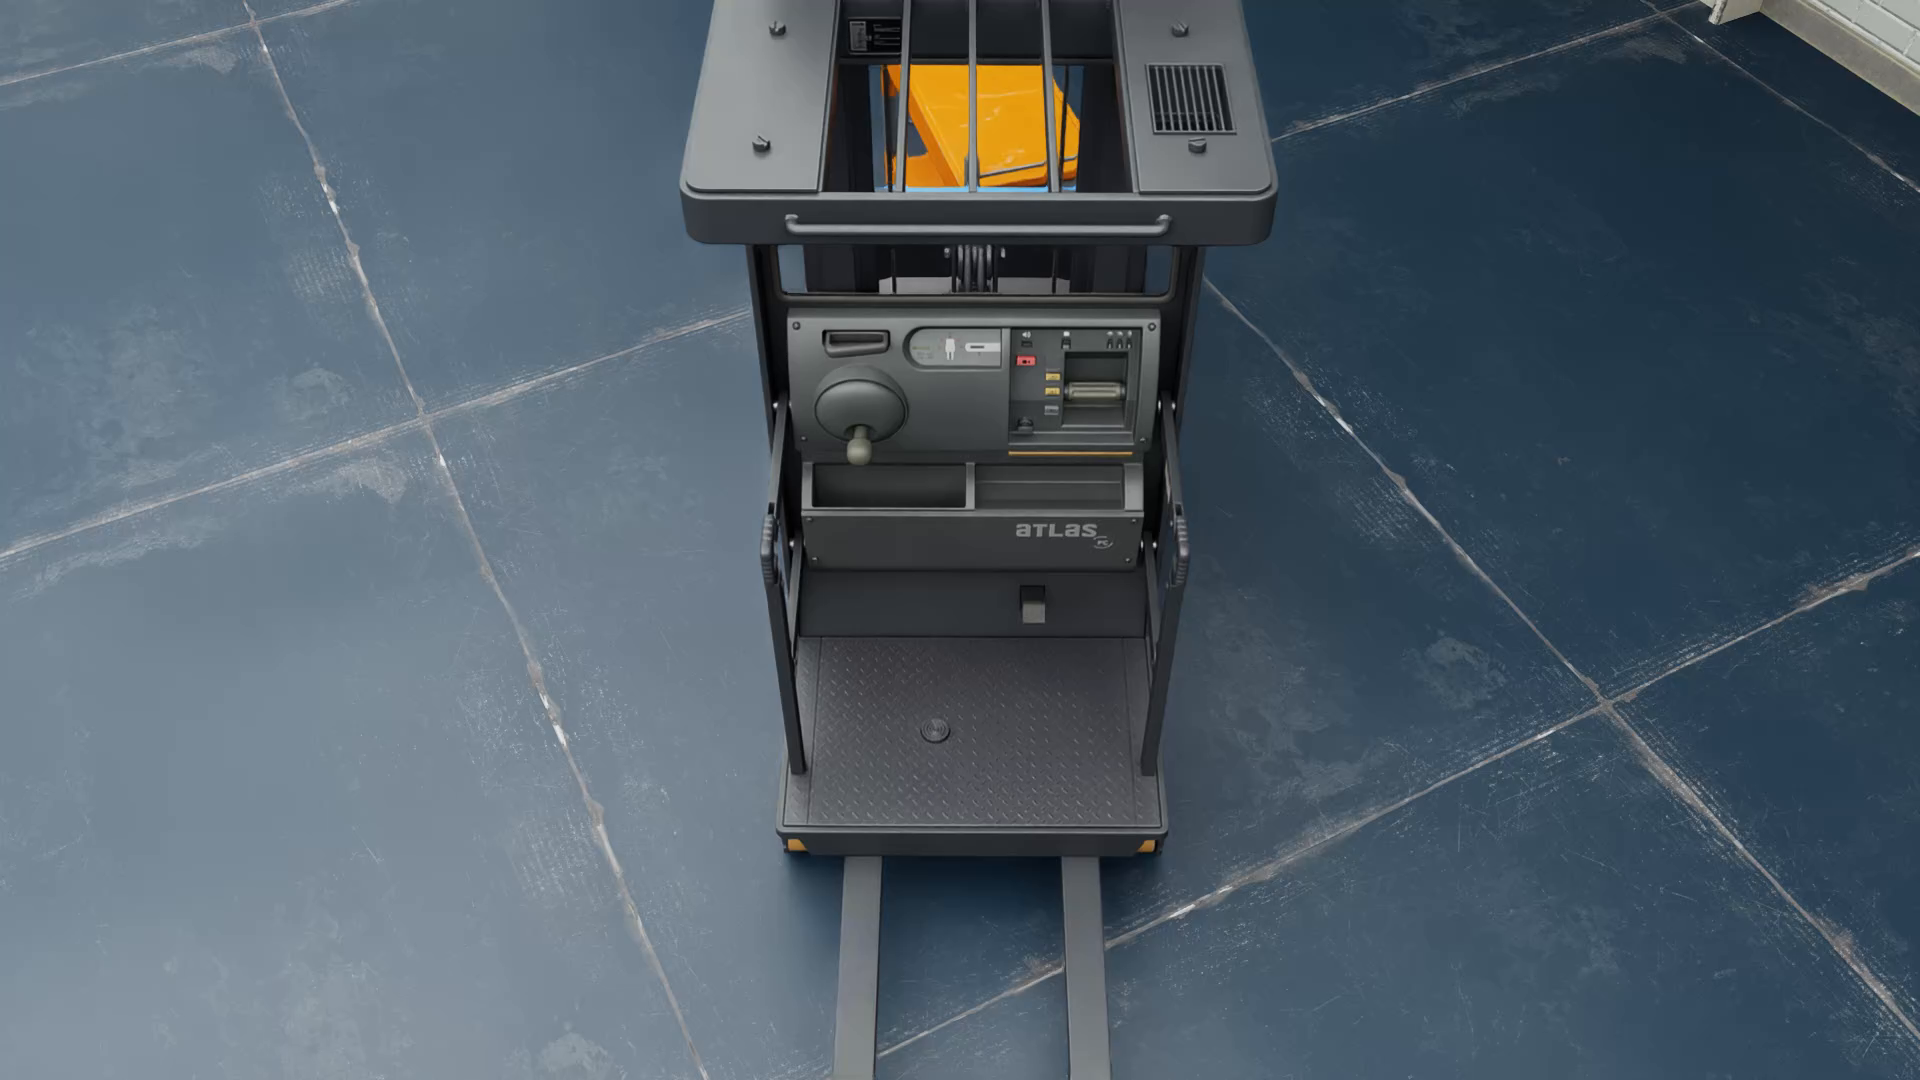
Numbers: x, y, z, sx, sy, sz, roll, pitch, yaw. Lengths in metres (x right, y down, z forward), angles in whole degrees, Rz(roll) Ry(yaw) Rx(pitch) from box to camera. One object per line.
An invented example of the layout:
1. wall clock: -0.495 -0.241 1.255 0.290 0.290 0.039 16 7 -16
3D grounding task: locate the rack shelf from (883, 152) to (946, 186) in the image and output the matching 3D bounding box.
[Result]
1. rack shelf: 0.105 -1.115 6.303 0.538 0.278 1.000 -13 50 -11

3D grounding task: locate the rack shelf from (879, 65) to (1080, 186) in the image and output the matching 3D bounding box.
1. rack shelf: 0.105 -1.469 5.899 0.538 0.278 1.000 -13 50 -11

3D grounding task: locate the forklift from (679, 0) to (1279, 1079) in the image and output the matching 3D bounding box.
1. forklift: 0.036 -0.283 4.051 1.130 2.935 3.031 0 49 0

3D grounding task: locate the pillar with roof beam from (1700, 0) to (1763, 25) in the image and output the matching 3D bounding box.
1. pillar with roof beam: -0.196 -4.107 3.364 9.100 9.000 0.400 -21 52 -18

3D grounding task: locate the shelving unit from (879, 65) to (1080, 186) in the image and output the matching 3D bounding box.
1. shelving unit: 0.105 -1.276 6.119 0.538 1.125 1.048 -13 50 -11

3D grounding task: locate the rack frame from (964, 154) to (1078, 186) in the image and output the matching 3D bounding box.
1. rack frame: 0.257 -0.911 5.800 0.500 1.125 0.032 -13 50 -11

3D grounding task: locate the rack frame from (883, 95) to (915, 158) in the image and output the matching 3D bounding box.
1. rack frame: -0.047 -1.641 6.438 0.500 1.125 0.032 -13 50 -11
